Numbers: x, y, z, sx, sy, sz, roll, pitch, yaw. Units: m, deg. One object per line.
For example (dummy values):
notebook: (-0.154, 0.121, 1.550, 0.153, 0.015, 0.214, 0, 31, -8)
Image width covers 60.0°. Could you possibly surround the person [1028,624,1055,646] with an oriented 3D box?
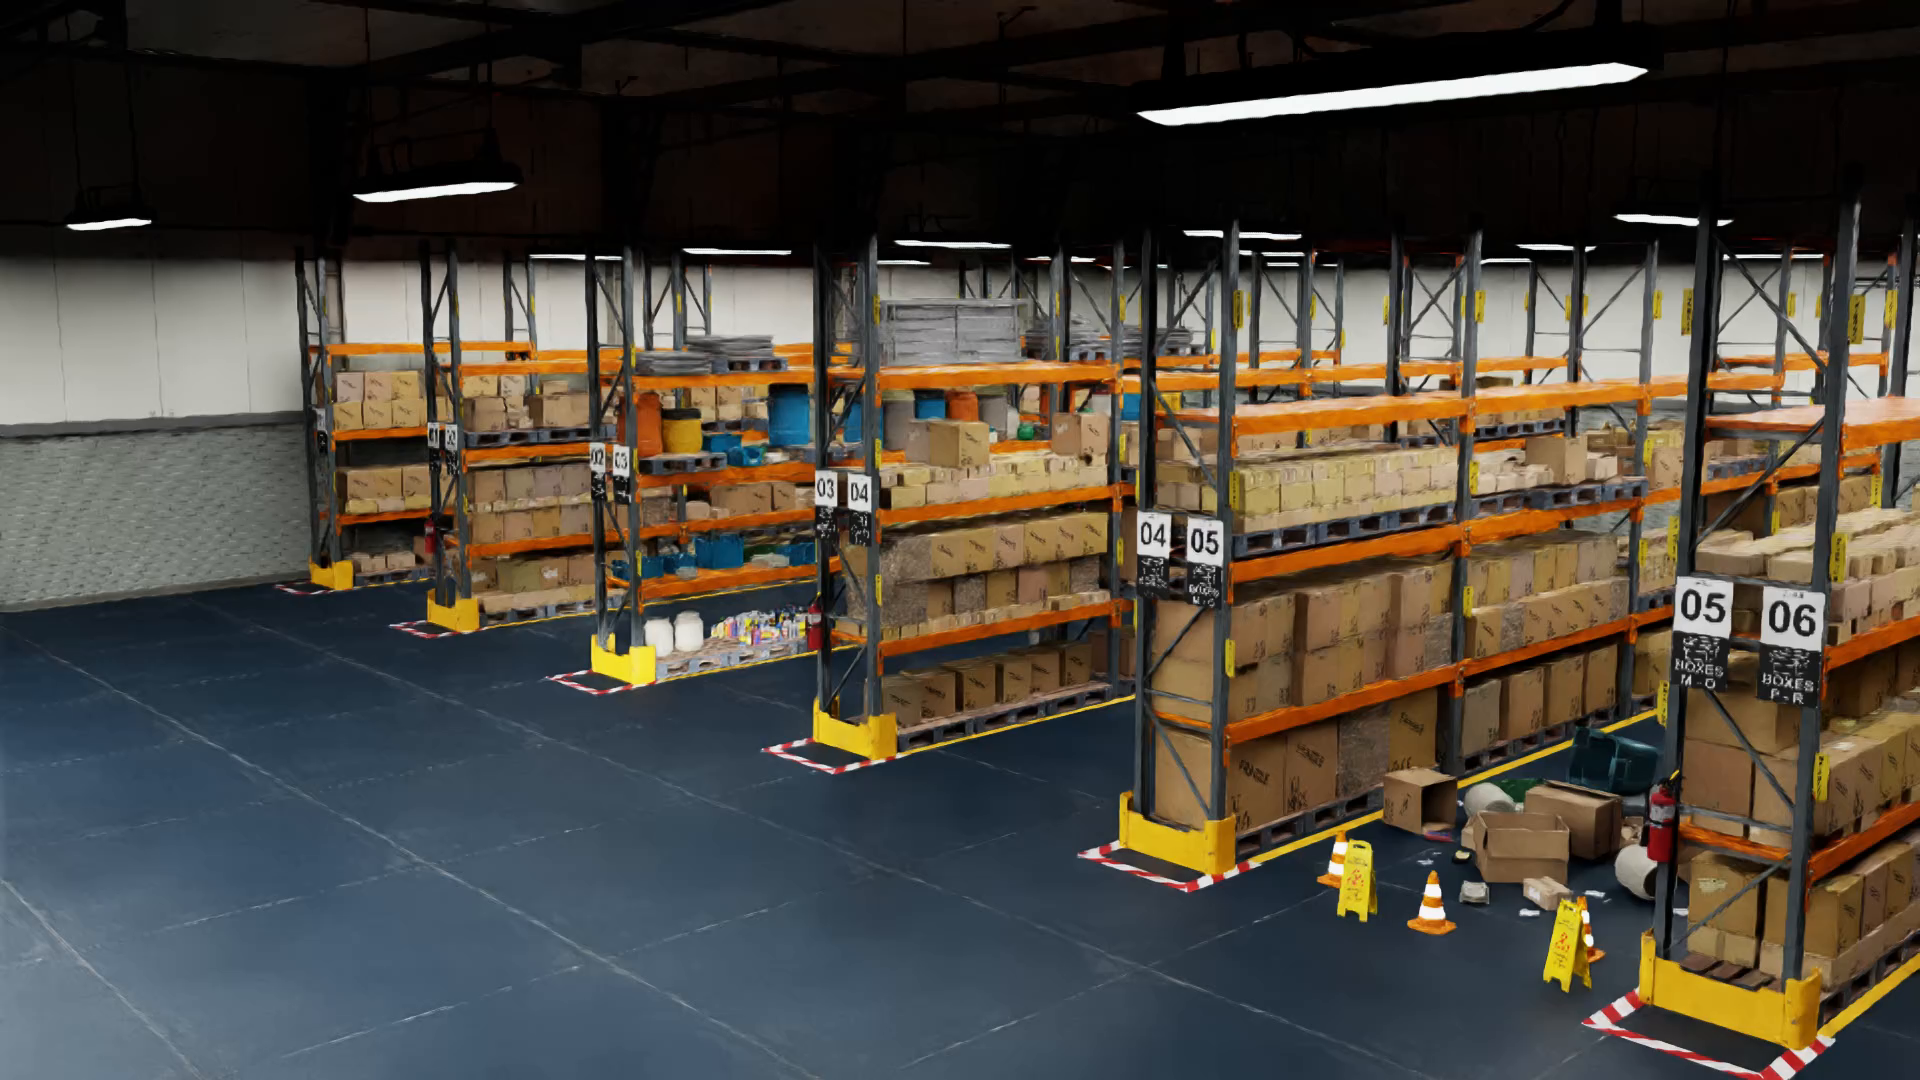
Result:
person: (1.122, 0.902, 23.187, 0.668, 1.734, 0.597, -3, 9, -17)
